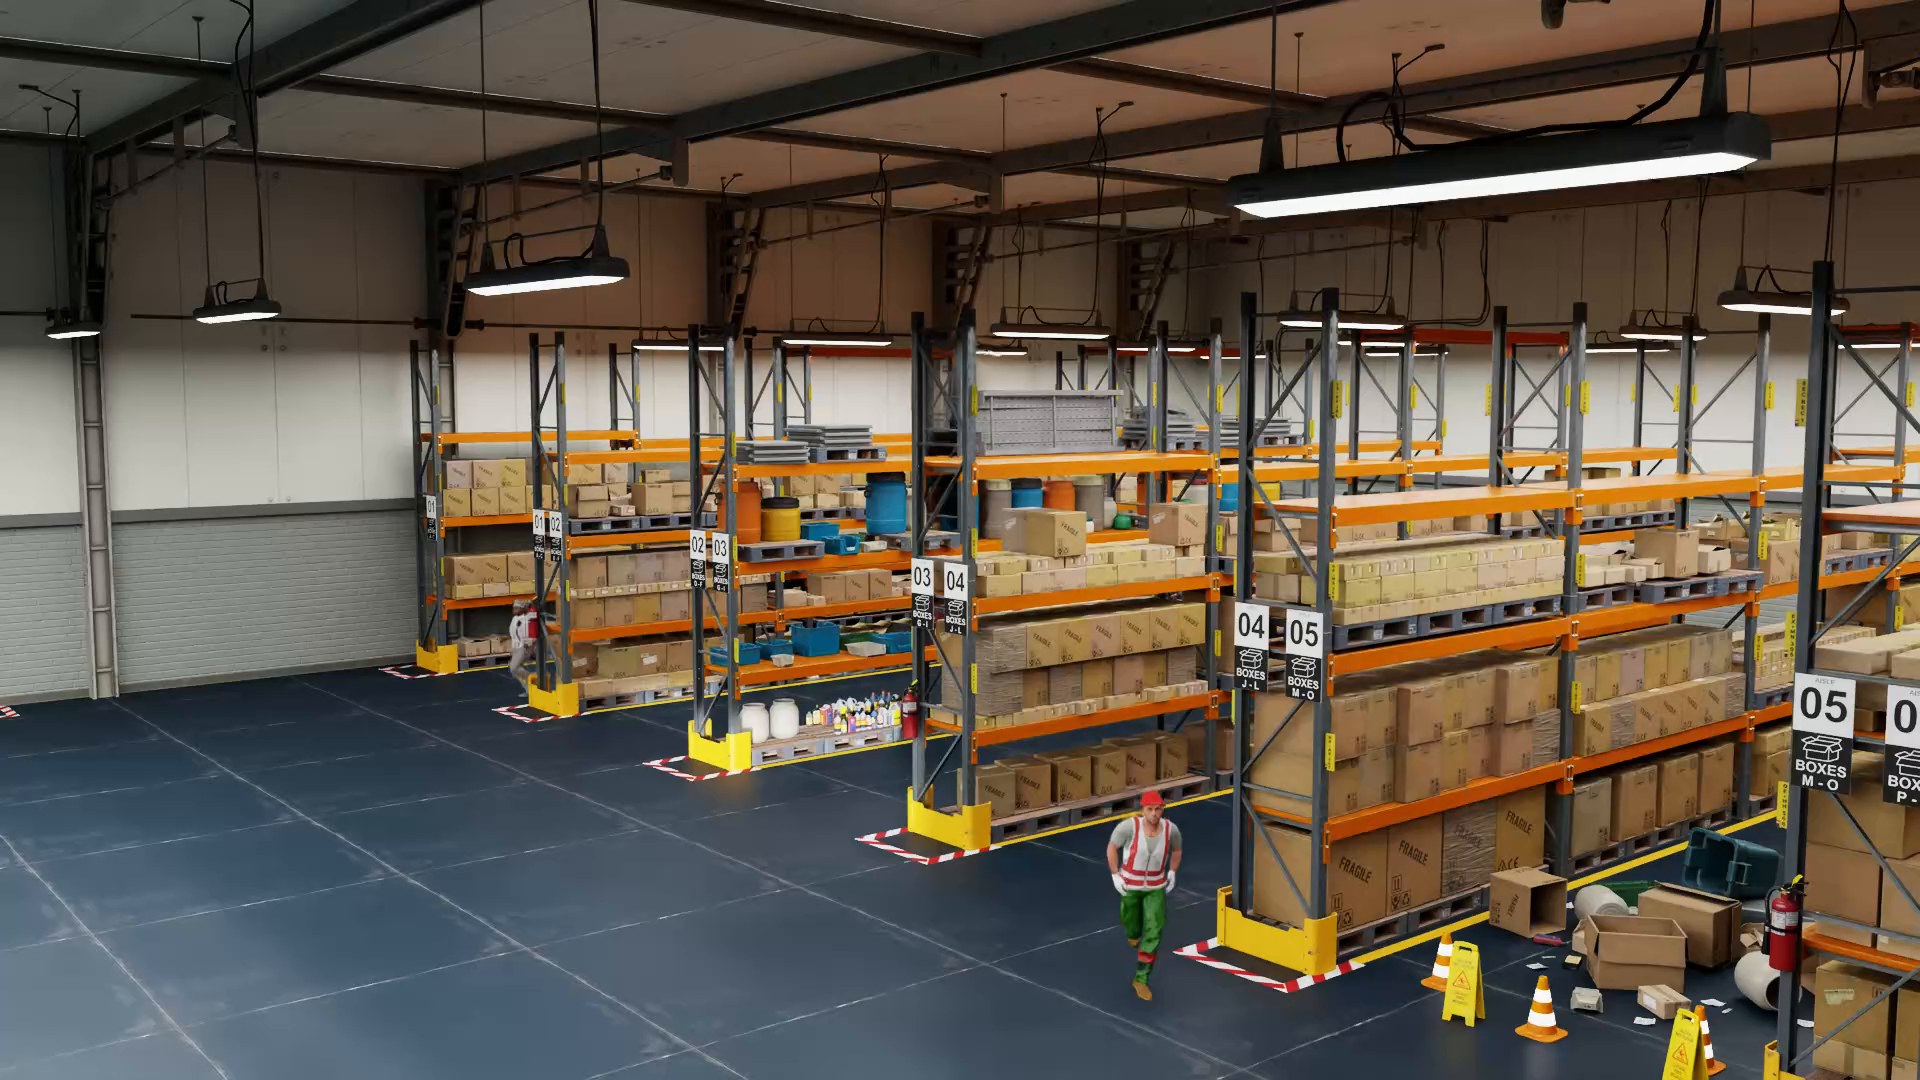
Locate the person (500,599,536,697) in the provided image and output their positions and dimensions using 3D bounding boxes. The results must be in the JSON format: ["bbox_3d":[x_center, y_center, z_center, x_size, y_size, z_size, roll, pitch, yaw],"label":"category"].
[{"bbox_3d":[-7.324,1.798,27.600,0.566,1.645,0.576,-5,7,-44],"label":"person"}]

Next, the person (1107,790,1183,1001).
[{"bbox_3d":[1.592,2.987,14.375,0.662,1.759,0.896,0,5,-2],"label":"person"}]
